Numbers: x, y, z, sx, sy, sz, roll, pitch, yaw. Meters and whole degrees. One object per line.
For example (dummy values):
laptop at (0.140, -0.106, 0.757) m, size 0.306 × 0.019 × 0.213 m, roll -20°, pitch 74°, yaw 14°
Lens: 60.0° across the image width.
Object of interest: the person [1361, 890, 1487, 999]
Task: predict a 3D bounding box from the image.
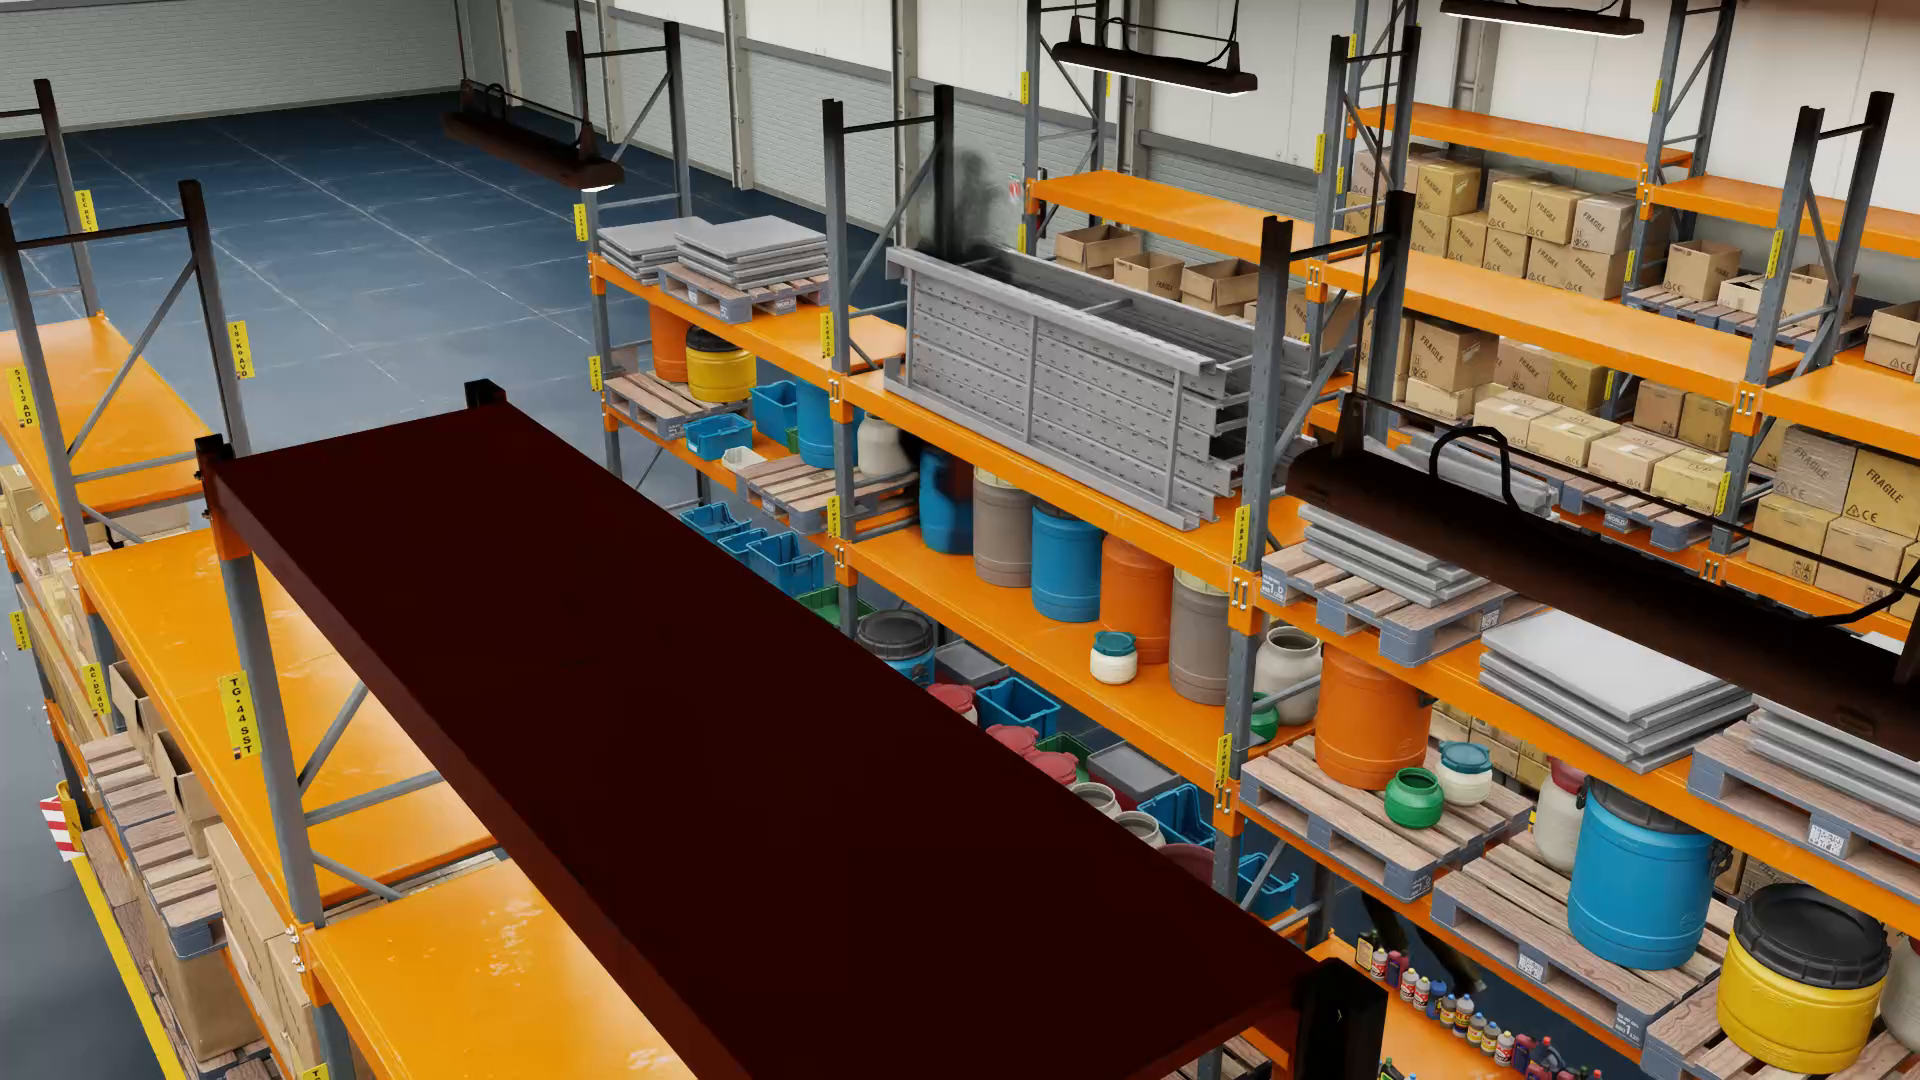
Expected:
person at (3.261, 2.438, 11.532) m, size 0.944 × 1.739 × 0.733 m, roll 22°, pitch 33°, yaw 39°
